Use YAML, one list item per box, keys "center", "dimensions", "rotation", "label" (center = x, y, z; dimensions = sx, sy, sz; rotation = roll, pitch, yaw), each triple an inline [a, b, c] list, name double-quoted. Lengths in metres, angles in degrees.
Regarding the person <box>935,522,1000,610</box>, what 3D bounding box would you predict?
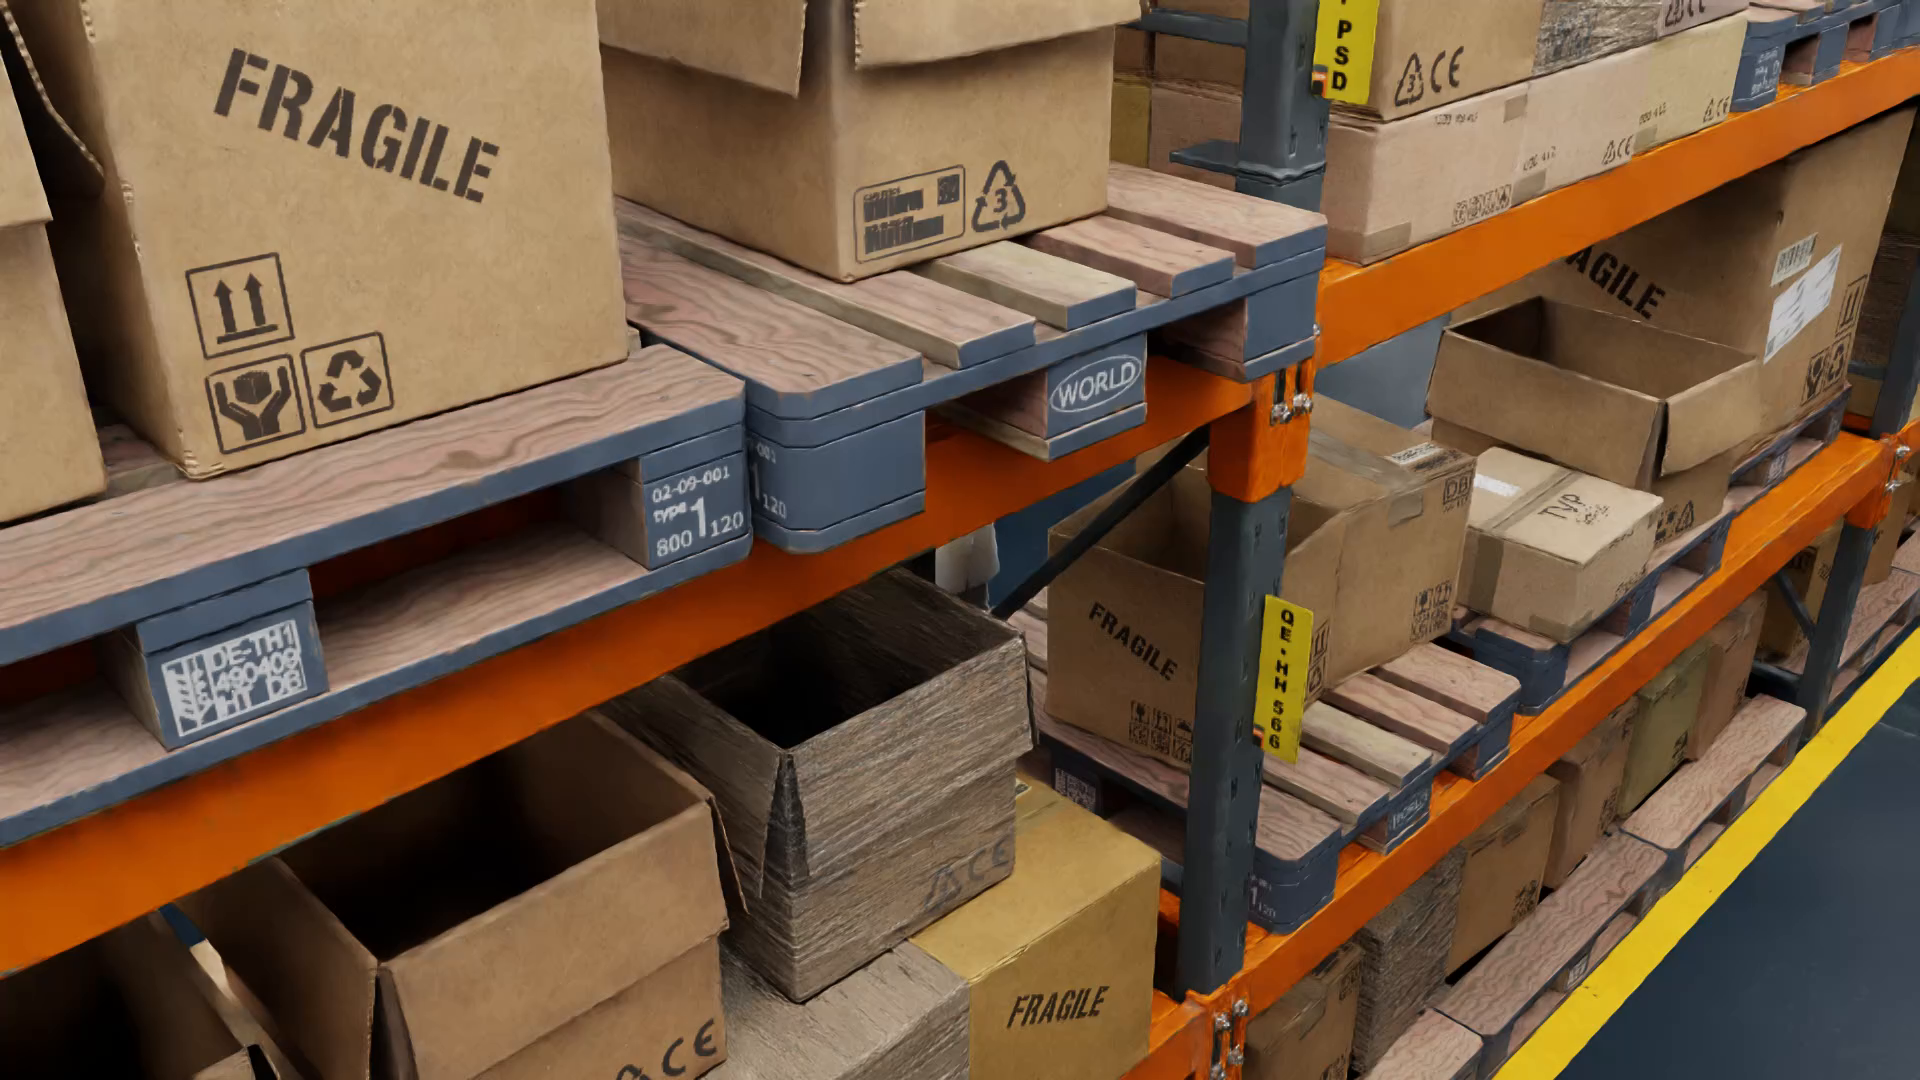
- center: [-0.087, -0.068, 6.212]
  dimensions: [0.423, 1.785, 0.623]
  rotation: [22, 35, 36]
  label: "person"
